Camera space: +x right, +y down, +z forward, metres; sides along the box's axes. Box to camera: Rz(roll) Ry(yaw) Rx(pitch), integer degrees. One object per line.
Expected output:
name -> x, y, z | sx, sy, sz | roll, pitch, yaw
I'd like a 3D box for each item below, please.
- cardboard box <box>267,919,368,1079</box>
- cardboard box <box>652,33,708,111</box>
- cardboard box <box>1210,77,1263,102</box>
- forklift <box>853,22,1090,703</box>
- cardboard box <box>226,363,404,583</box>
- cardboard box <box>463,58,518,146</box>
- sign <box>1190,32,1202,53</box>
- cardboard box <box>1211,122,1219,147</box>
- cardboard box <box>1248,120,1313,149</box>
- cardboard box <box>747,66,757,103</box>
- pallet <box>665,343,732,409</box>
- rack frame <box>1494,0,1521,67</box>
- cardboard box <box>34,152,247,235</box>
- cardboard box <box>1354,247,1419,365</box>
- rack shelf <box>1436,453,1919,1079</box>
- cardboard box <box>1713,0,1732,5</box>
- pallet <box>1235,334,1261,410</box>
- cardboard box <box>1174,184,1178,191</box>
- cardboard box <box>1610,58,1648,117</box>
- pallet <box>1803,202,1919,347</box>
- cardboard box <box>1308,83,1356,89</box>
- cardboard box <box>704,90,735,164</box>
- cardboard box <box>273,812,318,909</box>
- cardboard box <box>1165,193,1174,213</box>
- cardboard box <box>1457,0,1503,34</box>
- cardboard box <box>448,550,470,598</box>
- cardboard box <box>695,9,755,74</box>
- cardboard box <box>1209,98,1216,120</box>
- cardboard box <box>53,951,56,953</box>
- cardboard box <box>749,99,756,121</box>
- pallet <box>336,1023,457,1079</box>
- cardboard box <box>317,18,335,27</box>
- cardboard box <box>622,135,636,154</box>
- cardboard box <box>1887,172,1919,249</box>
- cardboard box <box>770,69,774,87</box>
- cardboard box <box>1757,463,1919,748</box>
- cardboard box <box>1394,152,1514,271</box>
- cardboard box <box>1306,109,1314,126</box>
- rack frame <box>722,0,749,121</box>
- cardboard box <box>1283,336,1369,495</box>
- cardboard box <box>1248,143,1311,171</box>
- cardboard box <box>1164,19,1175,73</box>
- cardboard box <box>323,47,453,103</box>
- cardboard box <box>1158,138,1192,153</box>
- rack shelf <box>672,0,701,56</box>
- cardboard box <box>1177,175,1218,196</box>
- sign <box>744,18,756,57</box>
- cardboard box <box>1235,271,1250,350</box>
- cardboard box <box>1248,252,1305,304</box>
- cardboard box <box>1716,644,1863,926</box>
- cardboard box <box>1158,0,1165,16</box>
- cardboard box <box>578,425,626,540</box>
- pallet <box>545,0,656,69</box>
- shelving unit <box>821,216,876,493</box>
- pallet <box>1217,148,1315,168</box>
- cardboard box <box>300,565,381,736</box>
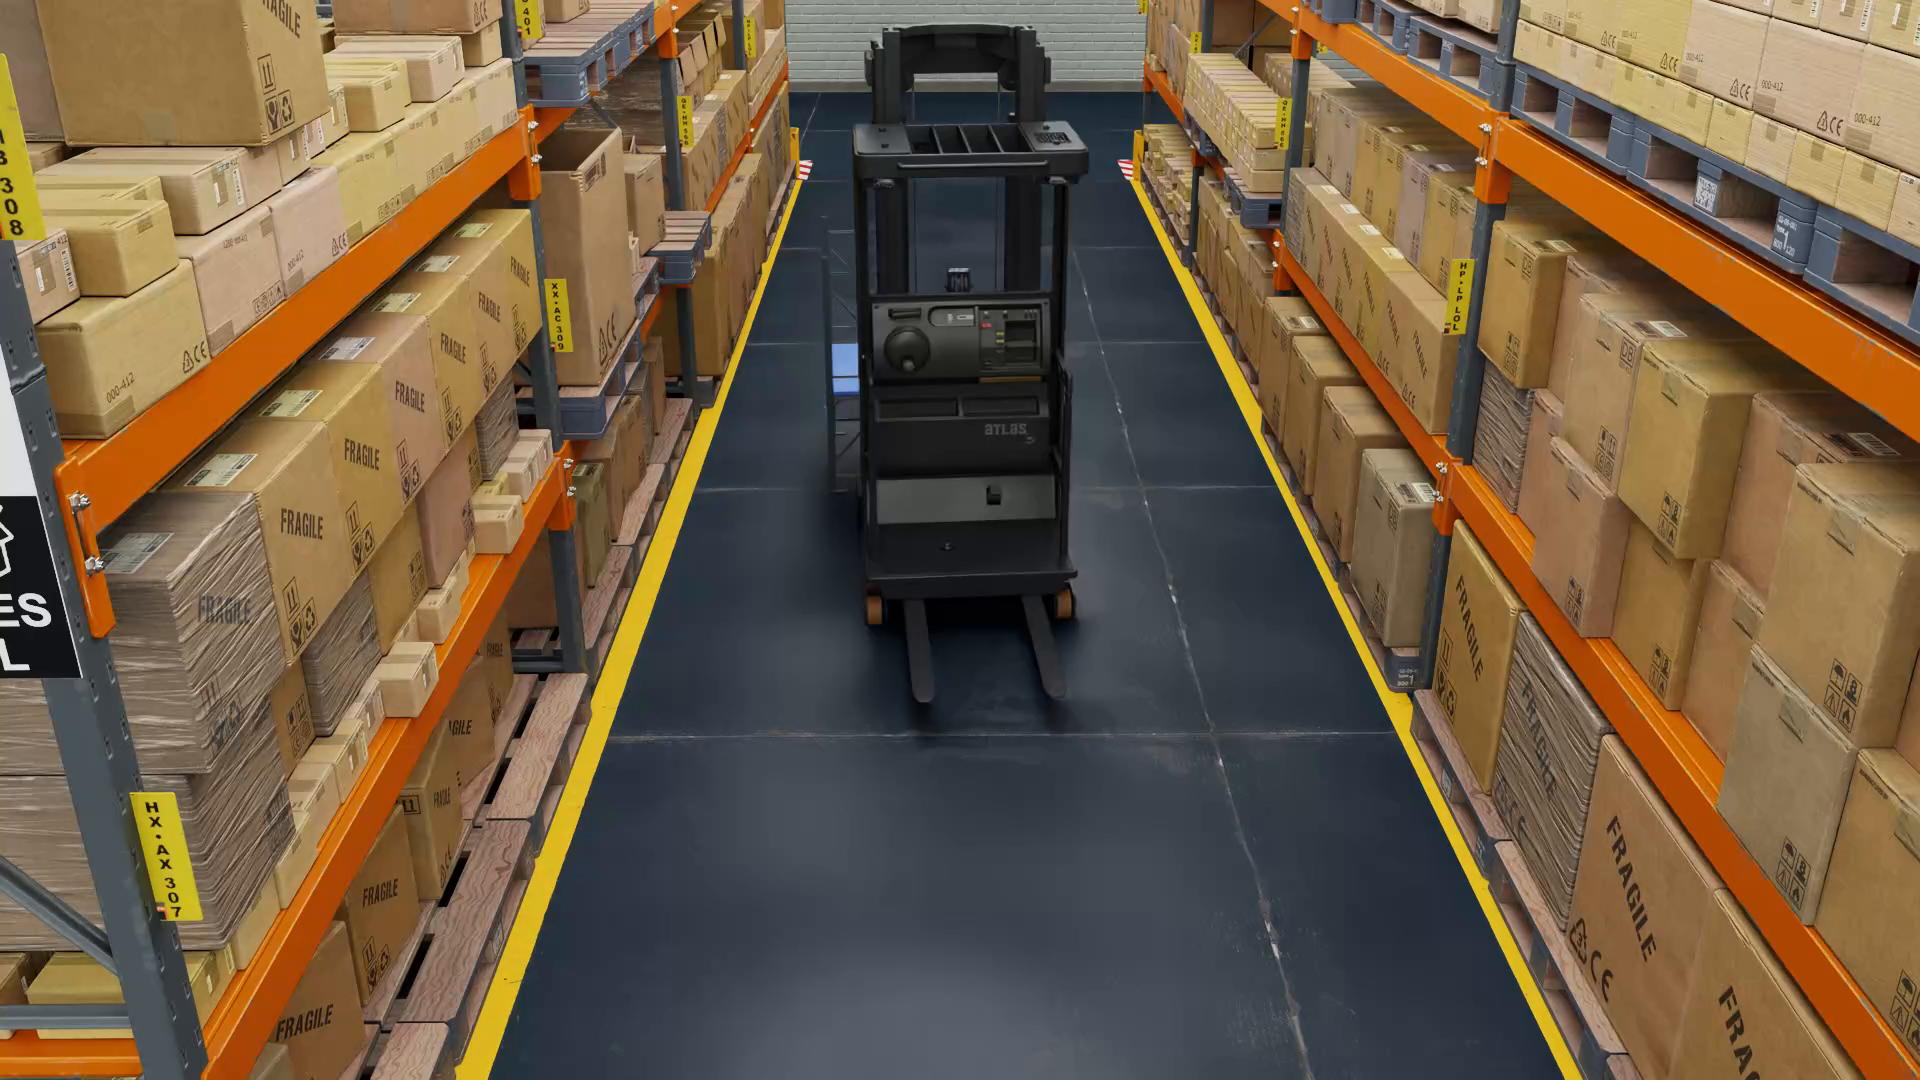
cardboard box -> -2.273, 1.521, 5.272 | 0.500, 0.500, 0.500 | 6, 25, 13
cardboard box -> -2.339, -3.569, 12.662 | 0.797, 0.503, 0.637 | 1, 24, 1
cardboard box -> 2.147, -3.500, 12.921 | 0.380, 0.149, 0.250 | 1, 24, 1
forklift -> 0.027, -1.027, 8.463 | 1.130, 2.935, 3.031 | -2, 24, -4
cardboard box -> -1.981, -0.200, 4.857 | 0.500, 0.500, 0.500 | 0, 24, -1
cardboard box -> -2.020, -1.683, 6.374 | 0.500, 0.250, 0.500 | 1, 24, 1
sign -> 2.045, -4.238, 14.429 | 0.100, 0.325, 0.005 | 0, 24, -1
cardboard box -> 2.151, -3.120, 12.803 | 0.380, 0.149, 0.250 | -1, 24, -3
cardboard box -> 2.168, -2.749, 11.260 | 0.380, 0.149, 0.250 | -1, 24, -3
cardboard box -> -2.116, -4.130, 15.063 | 0.500, 0.250, 0.500 | -1, 24, -2
pallet -> -2.263, -1.275, 12.312 | 1.003, 0.211, 1.213 | 0, 24, -1
rack frame -> 2.675, -3.286, 6.095 | 1.000, 3.000, 0.127 | 0, 24, -1
cardboard box -> -1.978, -0.841, 4.029 | 0.380, 0.149, 0.250 | 1, 24, 2
cardboard box -> 2.391, -1.228, 8.704 | 0.500, 0.500, 0.500 | 0, 24, 0
rack shelf -> 2.697, 0.600, 5.657 | 1.077, 0.370, 4.000 | 0, 24, -1
cardboard box -> 2.356, -1.626, 4.772 | 0.380, 0.149, 0.250 | 0, 24, -1
pallet -> 2.624, -1.252, 12.262 | 1.003, 0.211, 1.213 | 0, 24, -1
cardboard box -> 2.304, -3.436, 16.295 | 0.380, 0.149, 0.250 | 0, 24, 1
cardboard box -> 2.352, -1.471, 5.396 | 0.380, 0.149, 0.250 | -1, 24, -1
pallet -> 2.700, -0.536, 3.763 | 1.003, 0.211, 1.213 | 0, 24, -1
cardboard box -> 2.805, -3.384, 12.666 | 0.380, 0.149, 0.250 | -1, 24, -1
cardboard box -> -2.084, -3.303, 13.292 | 0.500, 0.500, 0.500 | -1, 24, -1
cardboard box -> -1.978, 0.866, 4.499 | 0.380, 0.149, 0.250 | 0, 24, -1
cardboard box -> 2.231, -3.328, 16.418 | 0.380, 0.149, 0.250 | 0, 24, -1
cardboard box -> 2.507, -2.378, 7.279 | 0.500, 0.250, 0.500 | 0, 24, 0
cardboard box -> -2.025, 0.145, 6.094 | 0.380, 0.149, 0.250 | 0, 24, -1
cardboard box -> -2.122, -4.476, 14.917 | 0.500, 0.500, 0.500 | 0, 24, -1
cardboard box -> 2.152, -3.356, 12.965 | 0.380, 0.149, 0.250 | -1, 24, -1
cardboard box -> -2.454, 0.971, 4.267 | 0.380, 0.149, 0.250 | 0, 24, -1
cardboard box -> -2.044, -3.877, 14.987 | 0.380, 0.149, 0.250 | 0, 24, 0
pallet -> -2.216, 1.981, 5.114 | 1.003, 0.211, 1.213 | 0, 24, -1
cardboard box -> -2.590, -1.916, 6.406 | 0.380, 0.149, 0.250 | -1, 24, -2
cardboard box -> -2.283, -2.235, 10.420 | 0.500, 0.500, 0.500 | -3, 25, -7
cardboard box -> 2.371, -0.738, 3.777 | 0.380, 0.149, 0.250 | 0, 24, 0
cardboard box -> -2.067, -4.627, 16.645 | 0.380, 0.149, 0.250 | 0, 24, 0
cardboard box -> 2.655, 0.156, 4.272 | 0.875, 0.550, 0.550 | 0, 24, -1
cardboard box -> 2.651, -1.678, 8.486 | 0.700, 0.500, 0.500 | 0, 24, 0
cardboard box -> 2.811, -3.144, 12.495 | 0.380, 0.149, 0.250 | 0, 24, -1
rack frame -> -2.373, -3.868, 14.663 | 1.000, 3.000, 0.127 | 0, 24, -1
cardboard box -> 2.561, -0.755, 10.001 | 1.050, 0.750, 0.750 | 0, 24, 0
cardboard box -> 2.171, -2.615, 11.325 | 0.380, 0.149, 0.250 | 0, 24, 1
cardboard box -> 2.309, -4.860, 16.373 | 0.500, 0.500, 0.500 | -1, 24, -2
cardboard box -> -1.964, -1.592, 5.688 | 0.380, 0.149, 0.250 | -1, 24, -2
cardboard box -> 2.294, -4.124, 17.456 | 0.380, 0.149, 0.250 | -1, 24, -3
rack shelf -> -2.351, -4.083, 12.371 | 1.077, 0.370, 4.000 | 0, 24, -1
cardboard box -> 2.271, -3.365, 15.779 | 0.380, 0.149, 0.250 | 0, 24, -1
sign -> -1.830, -4.366, 14.455 | 0.100, 0.325, 0.005 | 0, 24, -1
cardboard box -> 2.361, -1.737, 12.474 | 0.500, 0.500, 0.500 | 1, 24, 2
cardboard box -> 2.362, -1.875, 11.870 | 0.500, 0.250, 0.500 | -1, 24, -2
cardboard box -> 2.642, 0.648, 4.495 | 0.875, 0.550, 0.550 | 0, 24, -1
cardboard box -> 2.279, -5.525, 16.631 | 0.500, 0.500, 0.500 | -1, 24, -2
cardboard box -> -2.264, -0.314, 9.303 | 0.700, 0.500, 0.500 | -2, 24, -5
pallet -> -2.200, -2.535, 8.303 | 1.213, 0.211, 1.003 | 0, 24, -1
shelving unit -> -0.605, -1.203, 10.590 | 0.538, 1.500, 1.048 | -2, 24, -4
pallet -> 2.569, -2.929, 12.818 | 1.003, 0.211, 1.213 | 0, 24, -1
cardboard box -> -2.308, 0.257, 5.060 | 0.875, 0.500, 0.500 | 0, 24, -1
